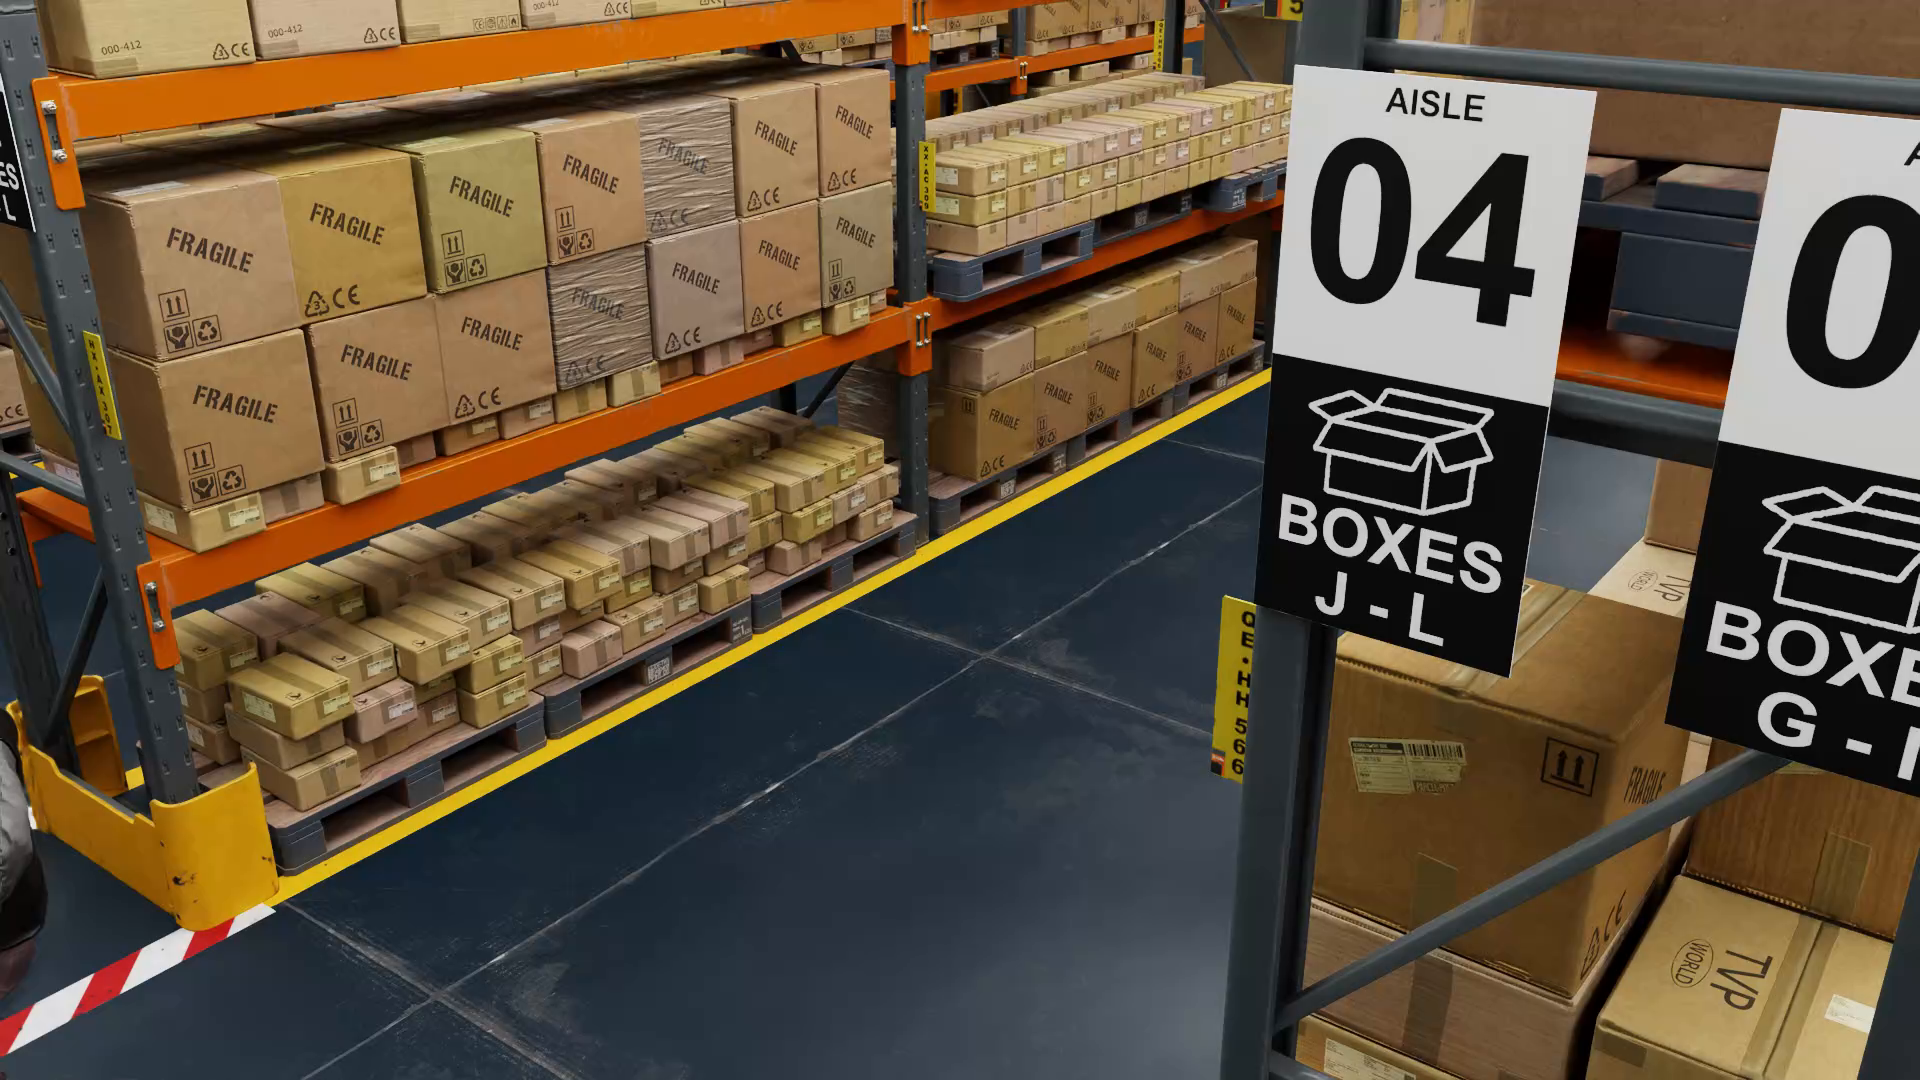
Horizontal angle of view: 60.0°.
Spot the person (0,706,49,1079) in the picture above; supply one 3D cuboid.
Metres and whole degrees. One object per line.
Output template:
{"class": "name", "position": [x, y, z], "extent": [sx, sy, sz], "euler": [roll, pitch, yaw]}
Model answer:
{"class": "person", "position": [-2.618, 1.010, 4.360], "extent": [0.502, 1.651, 0.687], "euler": [-10, 25, -22]}
